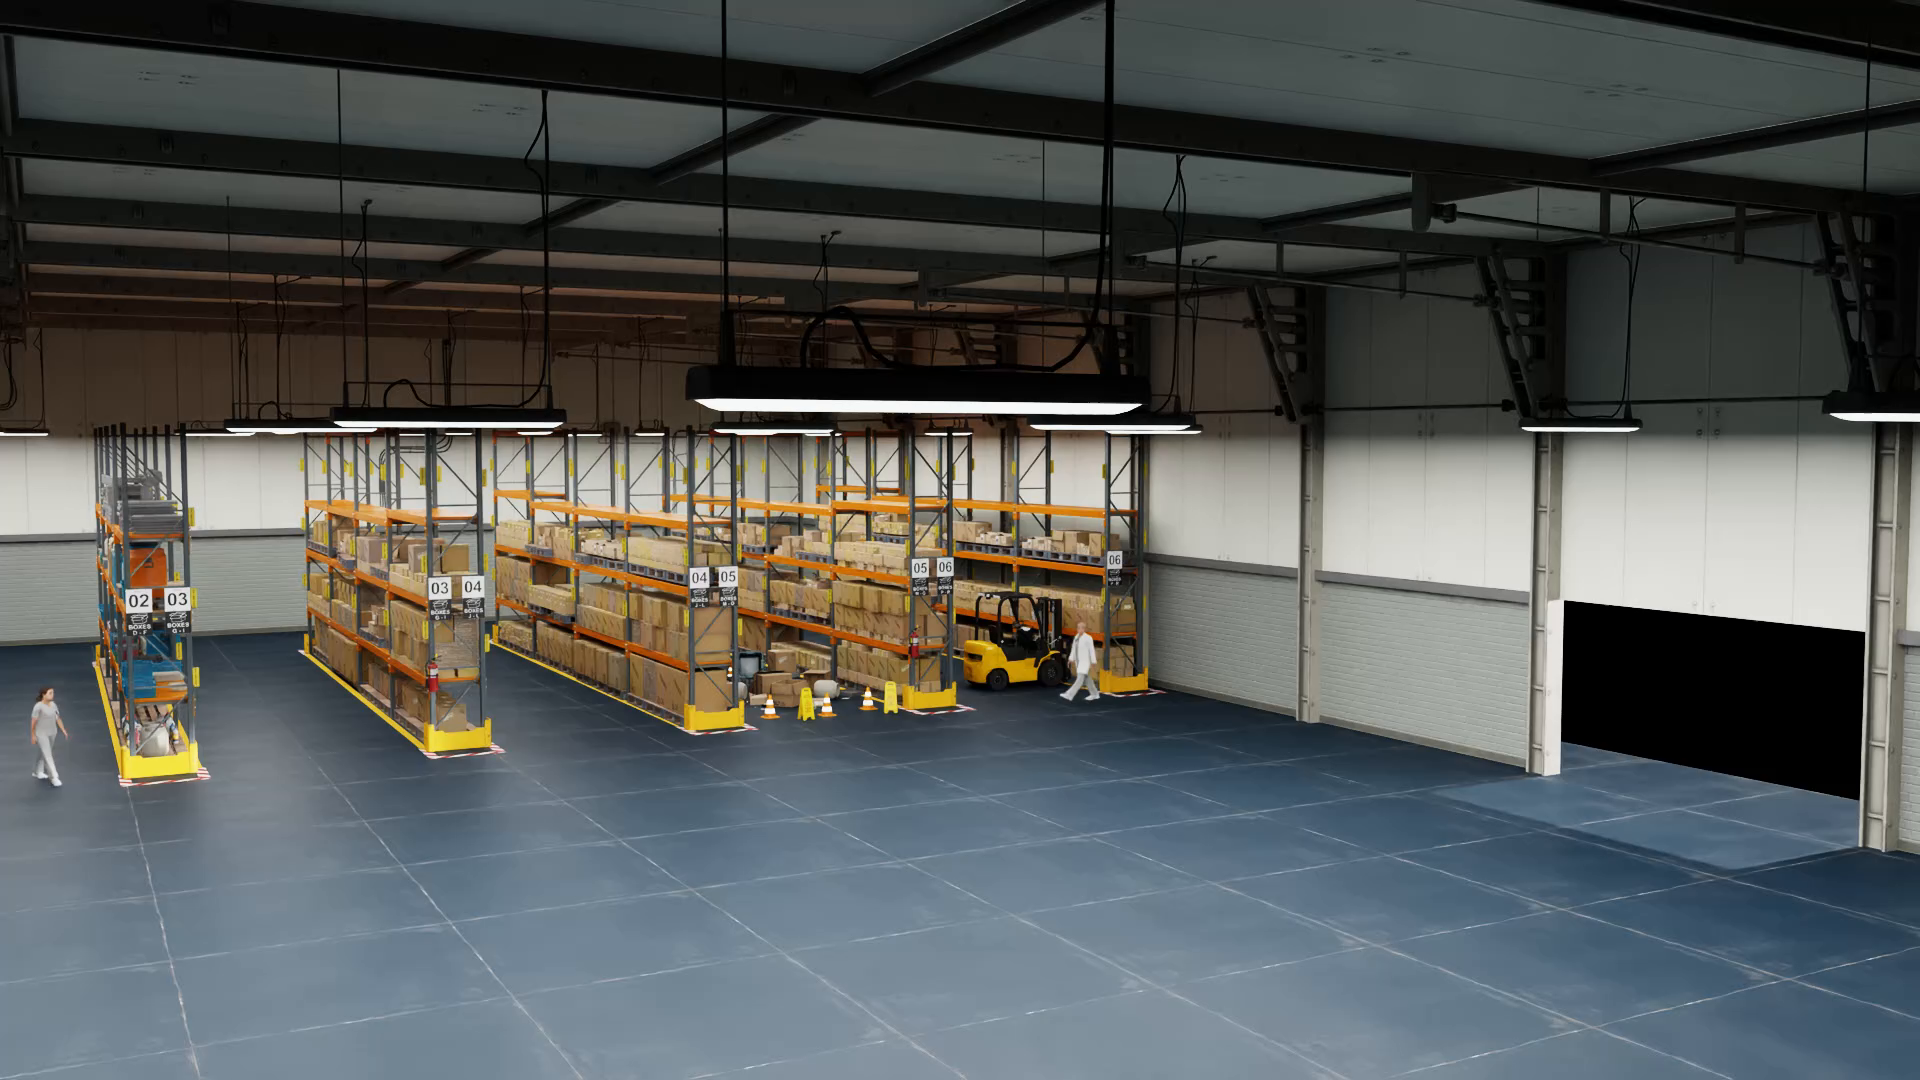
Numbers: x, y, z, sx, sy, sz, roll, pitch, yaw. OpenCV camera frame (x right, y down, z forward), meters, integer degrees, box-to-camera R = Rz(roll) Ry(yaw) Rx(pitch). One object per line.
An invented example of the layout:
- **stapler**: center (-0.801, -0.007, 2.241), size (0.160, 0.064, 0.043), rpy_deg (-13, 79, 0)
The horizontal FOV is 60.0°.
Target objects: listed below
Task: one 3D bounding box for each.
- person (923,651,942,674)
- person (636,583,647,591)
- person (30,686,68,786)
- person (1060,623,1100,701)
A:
- **person**: center (-0.744, 2.442, 39.919), size (0.579, 1.711, 0.478), rpy_deg (-1, 4, -18)
- **person**: center (-9.056, 1.996, 47.150), size (0.953, 1.760, 0.553), rpy_deg (1, 4, 9)
- **person**: center (-15.137, 3.214, 27.594), size (1.074, 1.599, 0.524), rpy_deg (2, 4, 31)
- **person**: center (2.575, 2.653, 36.133), size (1.135, 1.721, 0.610), rpy_deg (-2, 4, -26)
